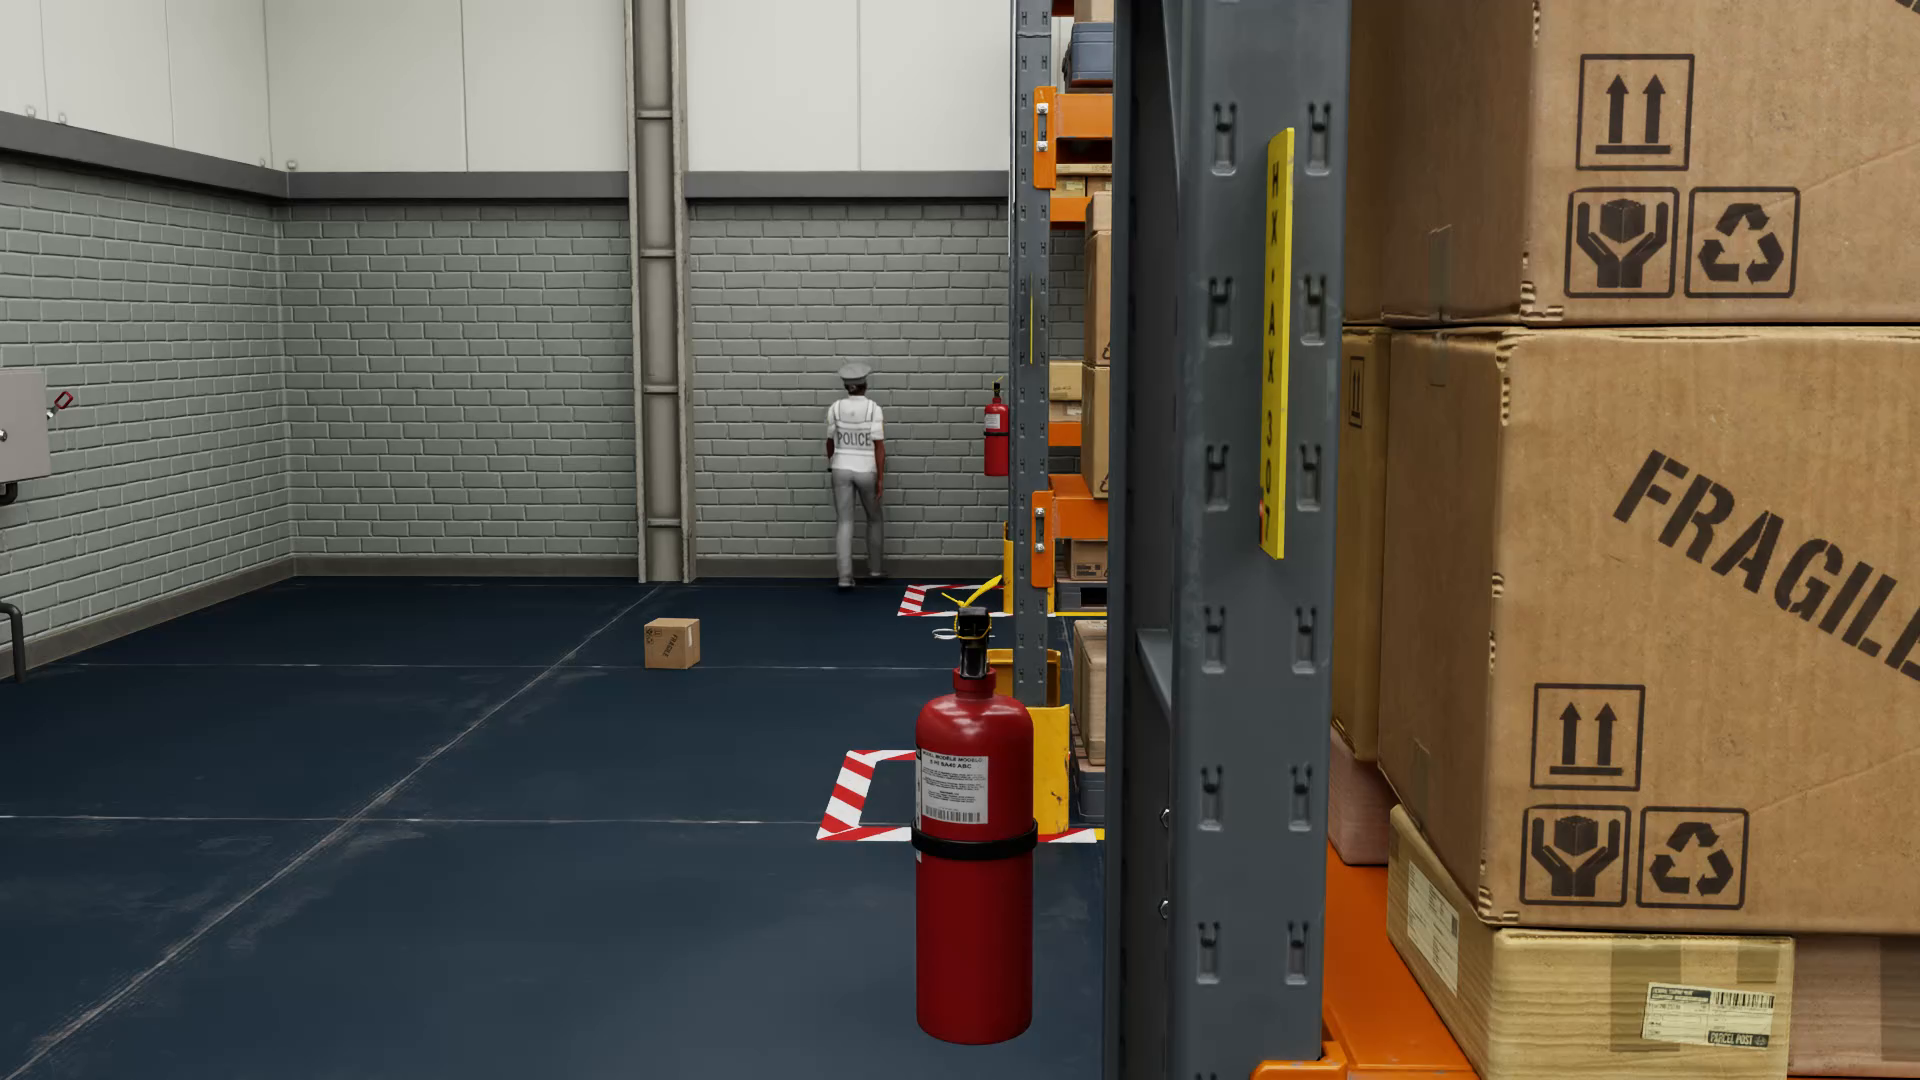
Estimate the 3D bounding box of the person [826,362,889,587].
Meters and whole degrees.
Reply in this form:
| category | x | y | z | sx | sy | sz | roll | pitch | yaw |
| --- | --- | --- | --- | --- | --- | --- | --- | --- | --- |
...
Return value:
| category | x | y | z | sx | sy | sz | roll | pitch | yaw |
| --- | --- | --- | --- | --- | --- | --- | --- | --- | --- |
| person | -0.770 | -0.504 | 12.473 | 0.455 | 1.661 | 0.837 | 0 | 7 | 3 |
